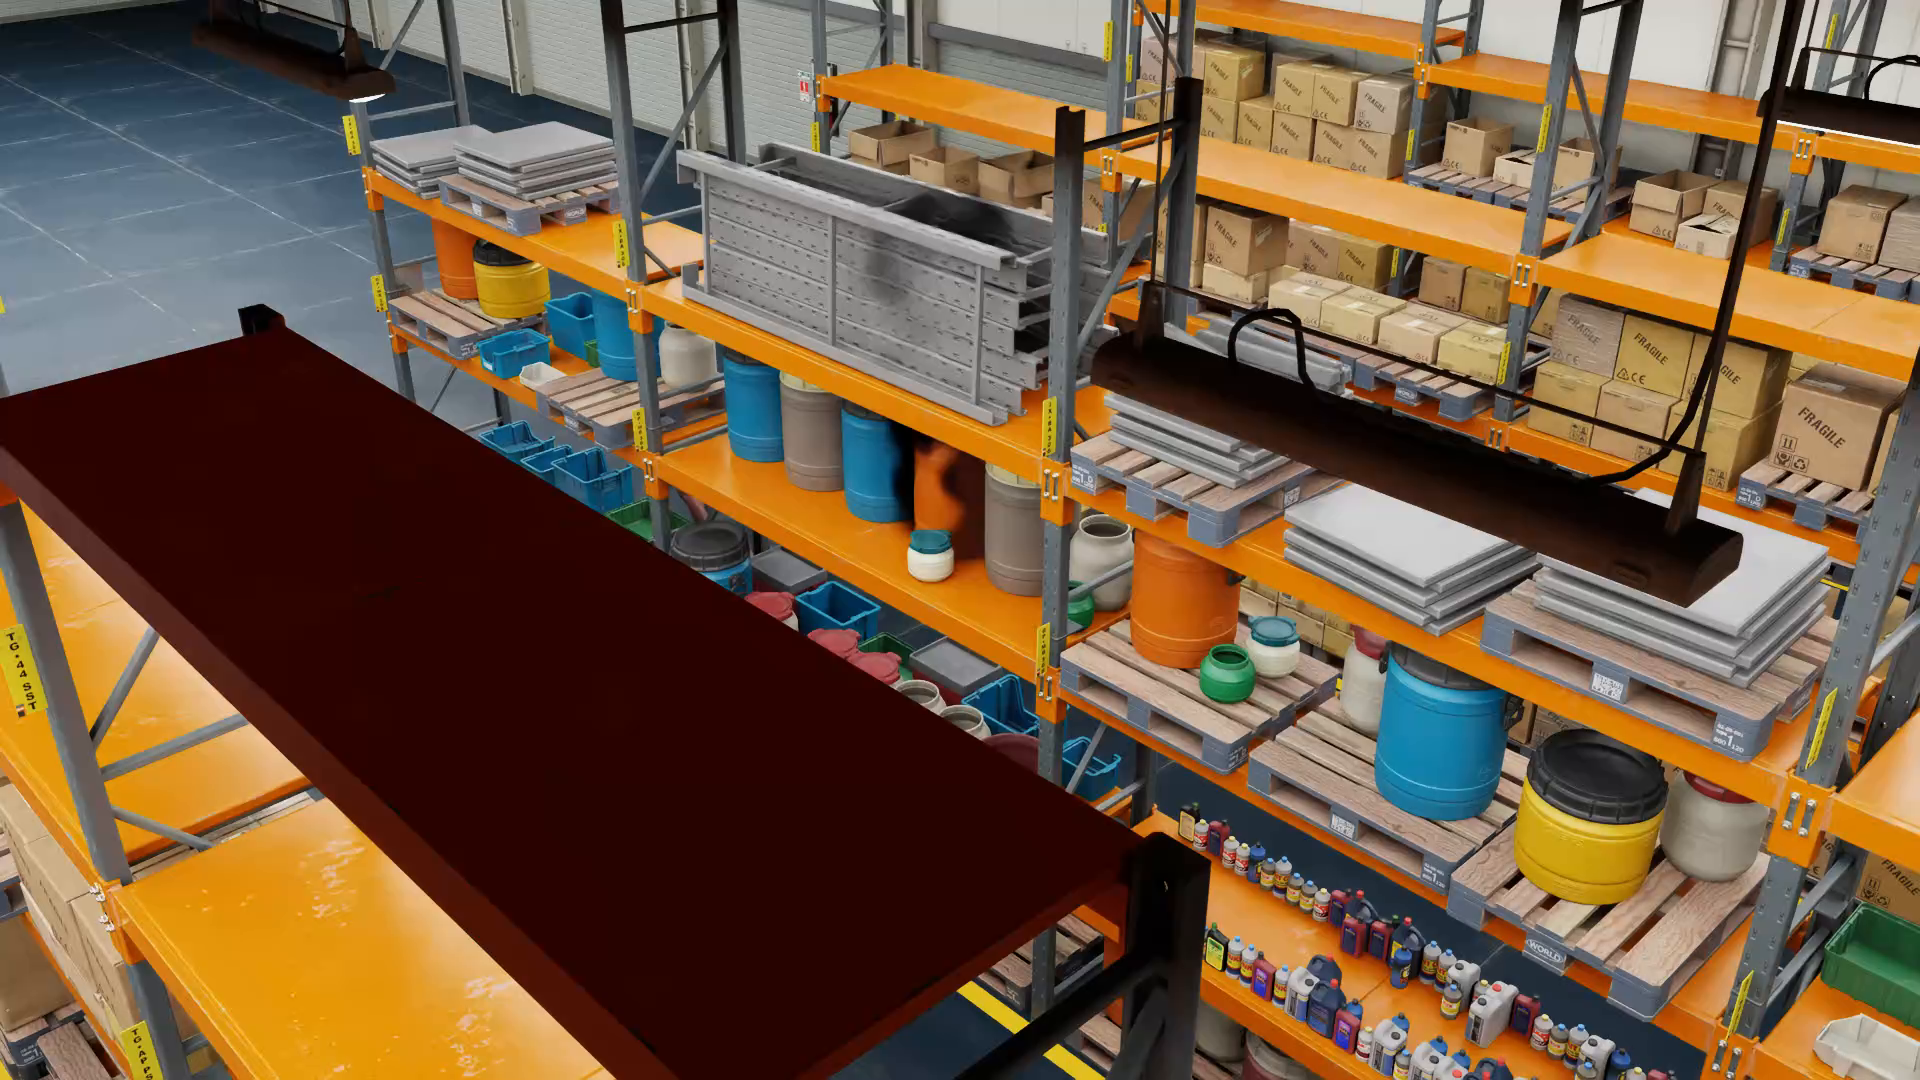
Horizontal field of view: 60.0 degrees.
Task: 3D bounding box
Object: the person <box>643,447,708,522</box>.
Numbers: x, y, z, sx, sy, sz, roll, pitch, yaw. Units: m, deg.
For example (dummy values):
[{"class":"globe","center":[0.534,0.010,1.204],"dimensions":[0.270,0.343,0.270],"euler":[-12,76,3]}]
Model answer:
[{"class":"person","center":[-2.866,-0.727,16.458],"dimensions":[0.839,1.707,0.595],"euler":[25,37,38]}]
